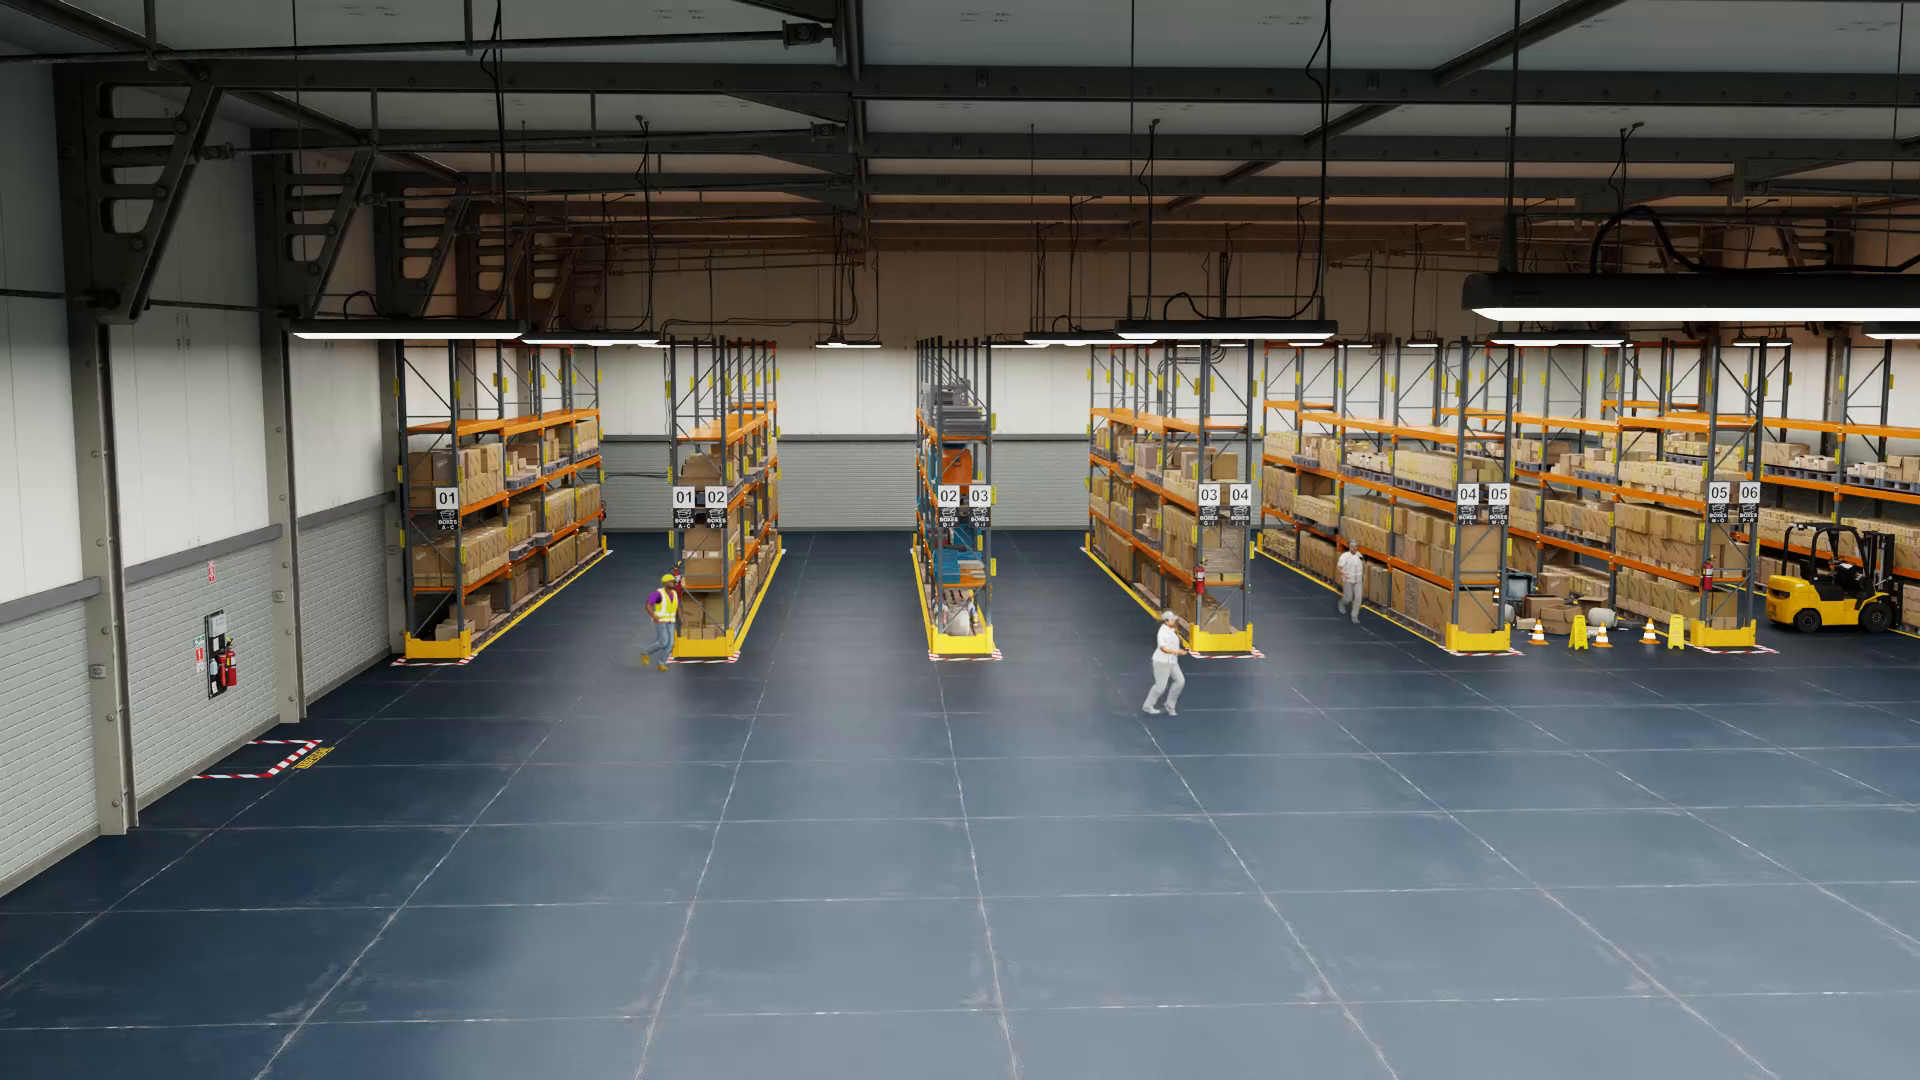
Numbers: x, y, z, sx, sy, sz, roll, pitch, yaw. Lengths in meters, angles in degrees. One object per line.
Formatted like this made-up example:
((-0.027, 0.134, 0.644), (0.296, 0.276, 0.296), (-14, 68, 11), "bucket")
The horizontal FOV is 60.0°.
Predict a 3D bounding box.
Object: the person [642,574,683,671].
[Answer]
((-5.341, 1.472, 30.052), (0.594, 1.704, 0.751), (5, 8, 36), "person")

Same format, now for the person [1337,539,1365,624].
((8.333, 0.855, 35.352), (0.663, 1.772, 0.816), (-1, 7, -8), "person")

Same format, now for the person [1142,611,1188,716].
((3.238, 1.967, 26.084), (0.715, 1.730, 0.620), (3, 7, 24), "person")
